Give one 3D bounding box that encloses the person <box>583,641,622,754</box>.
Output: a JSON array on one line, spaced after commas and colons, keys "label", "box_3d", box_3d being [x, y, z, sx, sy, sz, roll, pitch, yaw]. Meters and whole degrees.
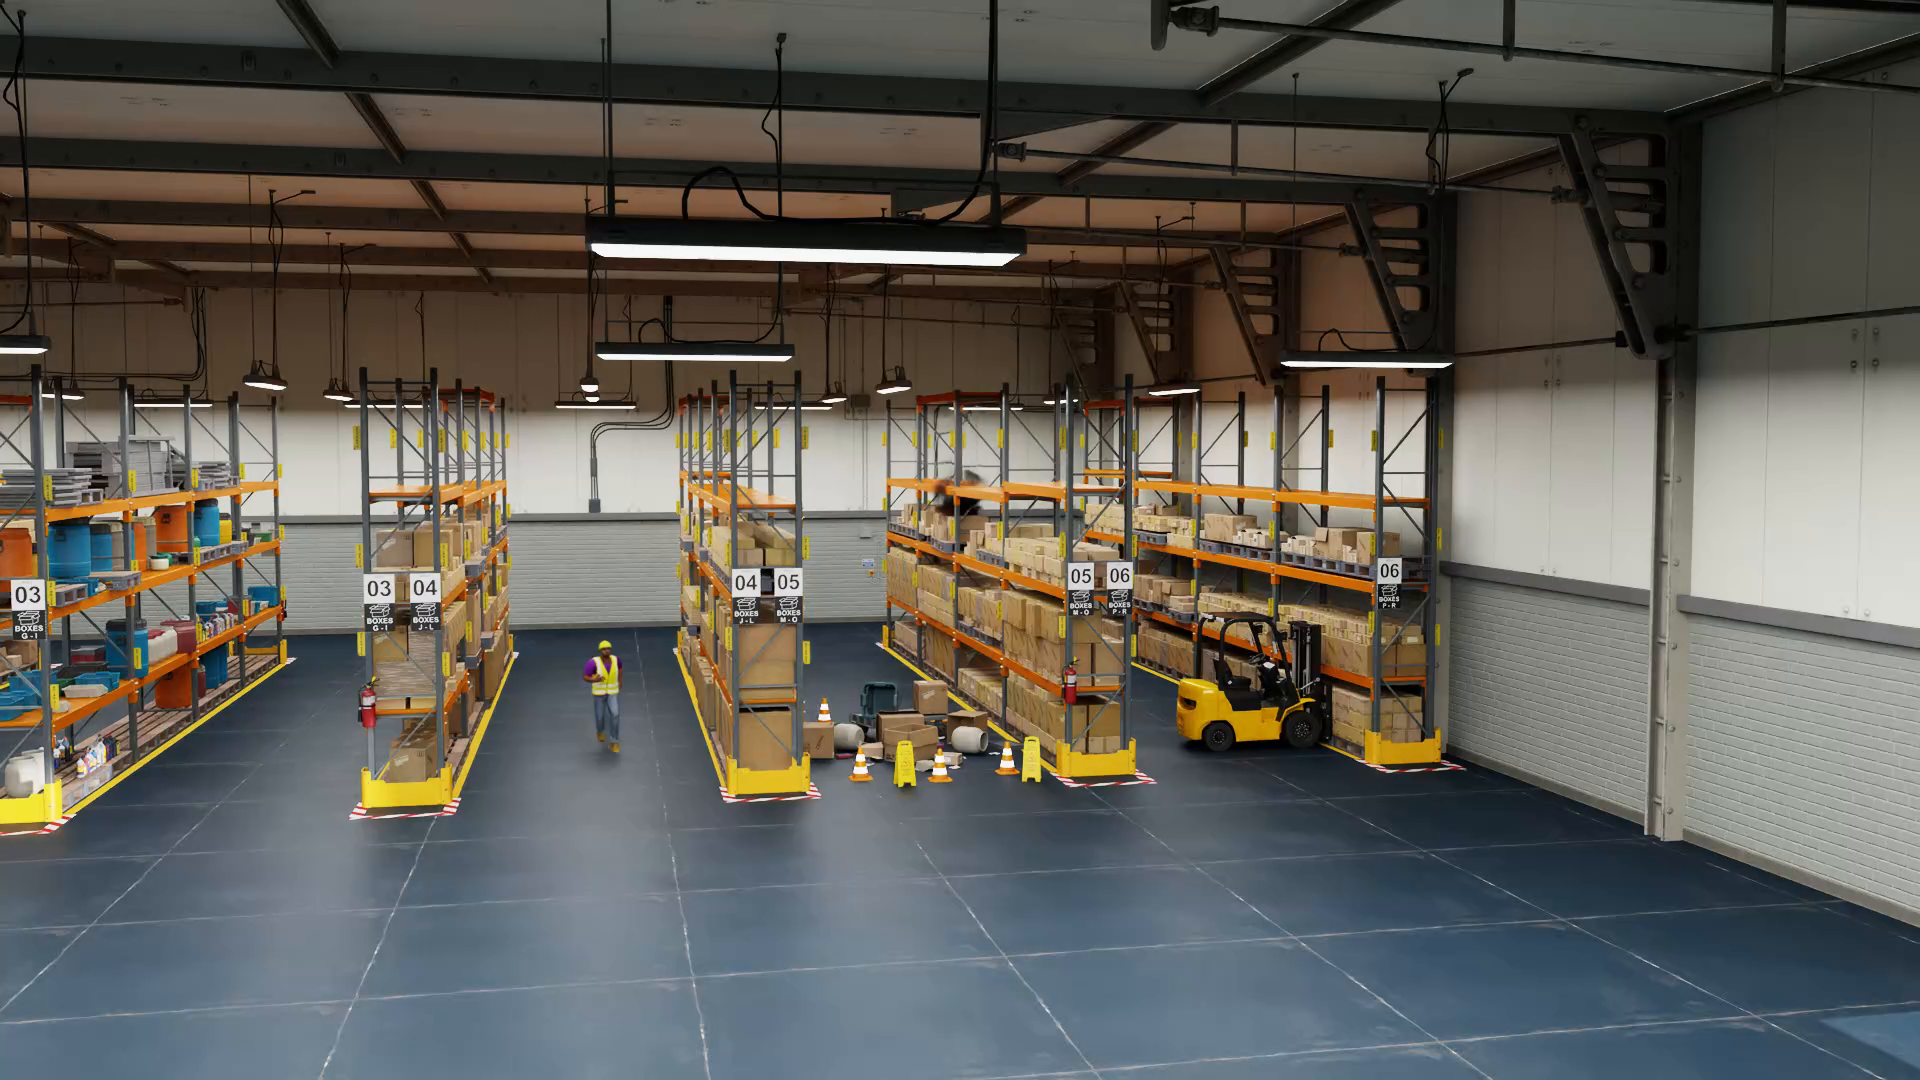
[{"label": "person", "box_3d": [-5.785, 2.530, 26.971, 0.662, 1.821, 0.964, -1, 4, -19]}]
